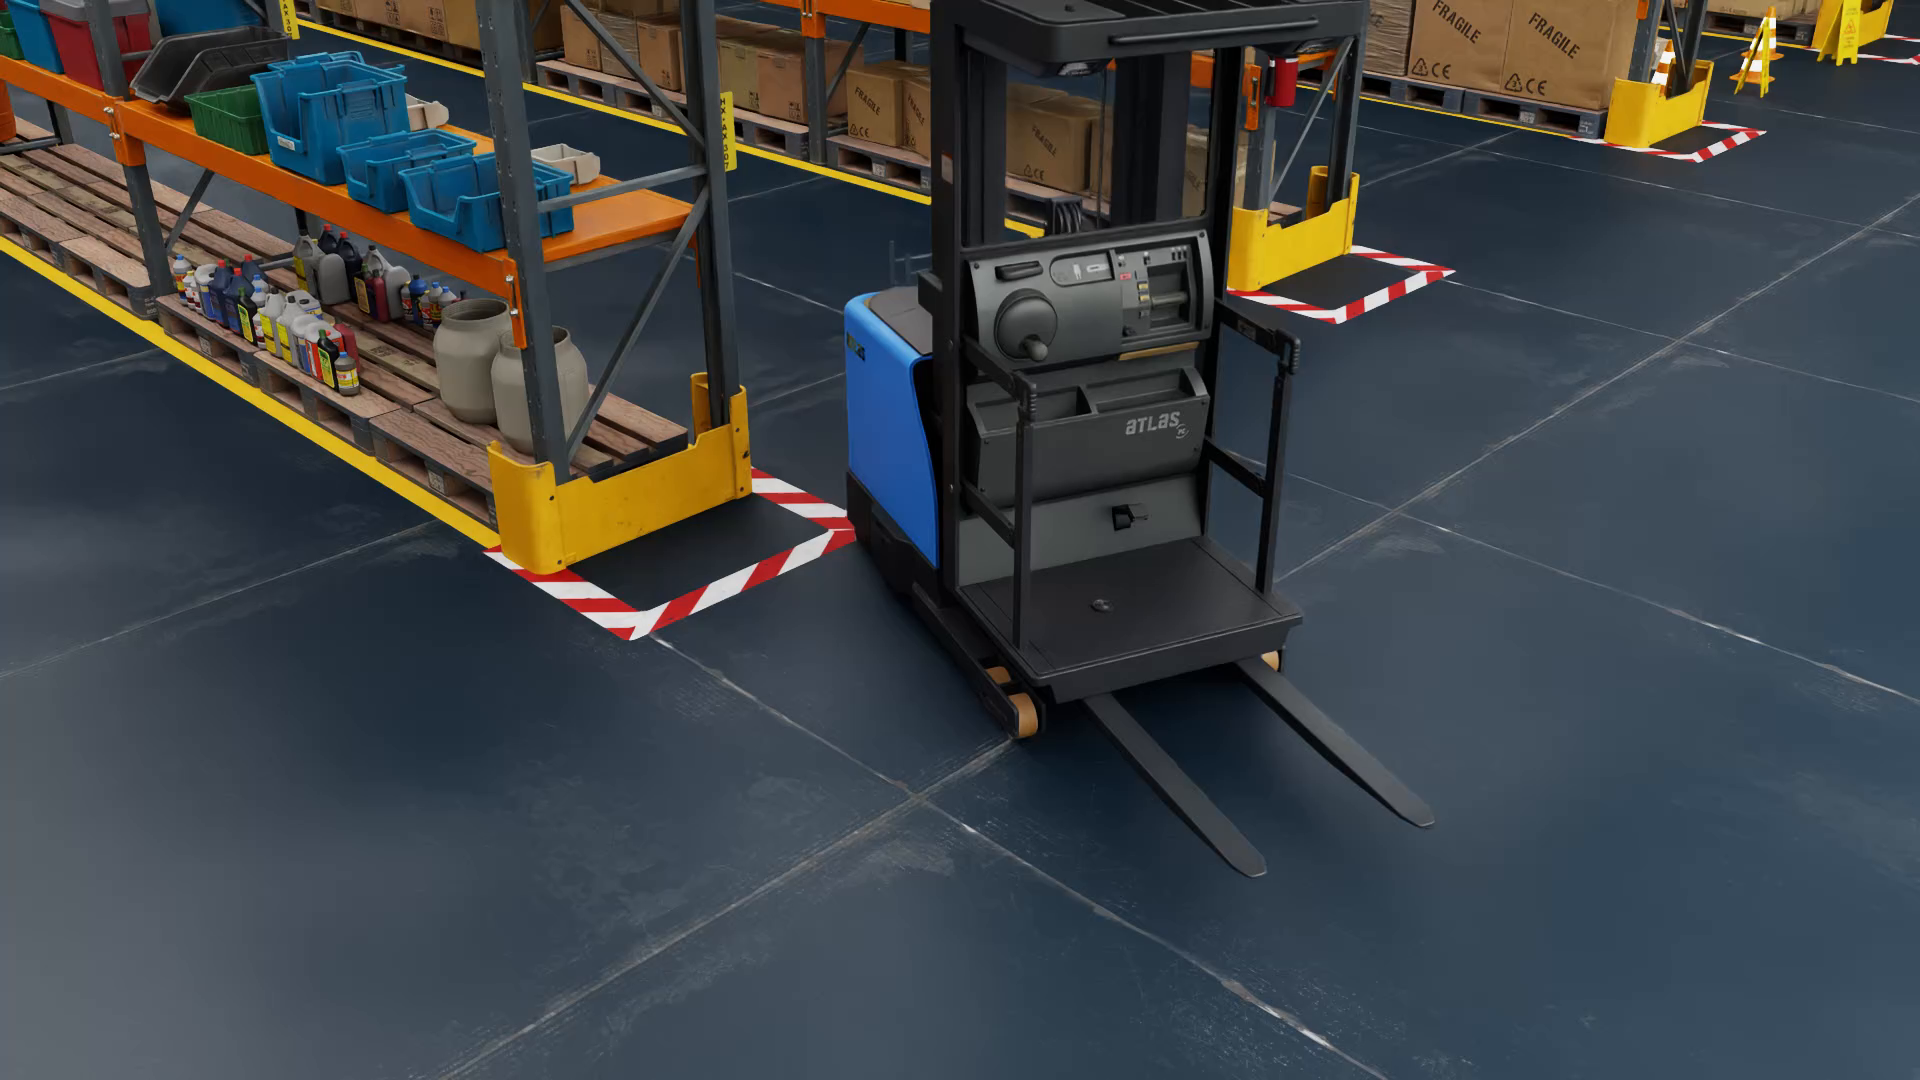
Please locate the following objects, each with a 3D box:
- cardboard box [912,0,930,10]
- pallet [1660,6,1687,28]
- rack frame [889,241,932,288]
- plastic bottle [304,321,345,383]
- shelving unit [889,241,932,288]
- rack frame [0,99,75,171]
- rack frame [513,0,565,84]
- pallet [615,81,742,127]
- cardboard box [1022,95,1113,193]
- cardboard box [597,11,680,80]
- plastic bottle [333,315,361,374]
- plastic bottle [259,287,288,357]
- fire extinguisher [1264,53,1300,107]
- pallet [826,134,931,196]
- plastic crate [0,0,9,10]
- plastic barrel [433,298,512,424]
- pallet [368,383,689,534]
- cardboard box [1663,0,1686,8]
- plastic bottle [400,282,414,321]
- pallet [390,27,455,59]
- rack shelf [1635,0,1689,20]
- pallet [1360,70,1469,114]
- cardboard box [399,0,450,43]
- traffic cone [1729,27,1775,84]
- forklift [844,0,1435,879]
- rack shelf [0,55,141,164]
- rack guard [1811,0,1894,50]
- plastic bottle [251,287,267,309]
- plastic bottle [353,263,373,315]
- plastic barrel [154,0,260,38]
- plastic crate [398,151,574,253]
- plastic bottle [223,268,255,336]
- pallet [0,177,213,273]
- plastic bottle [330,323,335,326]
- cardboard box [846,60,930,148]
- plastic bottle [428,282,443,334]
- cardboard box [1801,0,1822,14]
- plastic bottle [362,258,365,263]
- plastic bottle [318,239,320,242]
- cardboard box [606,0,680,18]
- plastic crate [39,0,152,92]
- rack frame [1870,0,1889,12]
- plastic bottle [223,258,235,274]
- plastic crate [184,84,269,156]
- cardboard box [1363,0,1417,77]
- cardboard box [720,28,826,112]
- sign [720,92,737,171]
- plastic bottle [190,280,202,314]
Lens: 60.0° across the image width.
[{"bbox_3d":[-0.113,-3.744,11.417,0.250,0.149,0.380,25,36,38],"label":"cardboard box"},{"bbox_3d":[7.569,-5.806,18.065,1.213,0.211,1.003,25,36,38],"label":"pallet"},{"bbox_3d":[-0.191,-0.763,7.412,0.240,1.200,0.006,-11,30,-21],"label":"rack frame"},{"bbox_3d":[-3.154,-0.942,8.273,0.135,0.276,0.152,25,37,39],"label":"plastic bottle"},{"bbox_3d":[-0.155,-0.724,7.338,0.258,1.200,0.189,-11,30,-21],"label":"shelving unit"},{"bbox_3d":[-7.081,-4.019,11.669,0.127,3.000,1.000,25,36,38],"label":"rack frame"},{"bbox_3d":[-3.609,-5.662,14.795,0.127,3.000,1.000,25,36,38],"label":"rack frame"},{"bbox_3d":[-2.187,-3.775,14.202,1.213,0.211,1.003,25,36,38],"label":"pallet"},{"bbox_3d":[0.779,-2.735,11.463,0.500,0.500,0.500,-21,34,-35],"label":"cardboard box"},{"bbox_3d":[-2.713,-4.362,14.535,0.500,0.500,0.700,21,34,34],"label":"cardboard box"},{"bbox_3d":[-3.080,-0.981,8.339,0.133,0.283,0.061,25,36,38],"label":"plastic bottle"},{"bbox_3d":[-3.507,-1.134,8.558,0.185,0.351,0.144,24,36,38],"label":"plastic bottle"},{"bbox_3d":[1.854,-2.827,9.487,0.183,0.674,0.296,25,36,38],"label":"fire extinguisher"},{"bbox_3d":[-0.253,-2.915,12.568,1.213,0.211,1.003,25,36,38],"label":"pallet"},{"bbox_3d":[-6.144,-3.418,10.459,0.583,0.464,0.402,25,36,38],"label":"plastic crate"},{"bbox_3d":[-2.257,-0.846,7.858,0.421,0.512,0.421,0,28,0],"label":"plastic barrel"},{"bbox_3d":[-2.040,-0.450,7.879,1.213,0.211,1.003,25,36,38],"label":"pallet"},{"bbox_3d":[7.537,-5.825,17.607,0.500,0.250,0.500,23,35,37],"label":"cardboard box"},{"bbox_3d":[-2.984,-1.303,9.040,0.097,0.201,0.097,0,28,0],"label":"plastic bottle"},{"bbox_3d":[-4.984,-5.108,16.738,1.213,0.211,1.003,25,36,38],"label":"pallet"},{"bbox_3d":[4.219,-4.999,14.307,4.000,0.370,1.077,25,36,38],"label":"rack shelf"},{"bbox_3d":[4.154,-4.064,14.752,1.213,0.211,1.003,25,36,38],"label":"pallet"},{"bbox_3d":[-4.717,-5.433,16.191,0.875,0.875,1.225,25,36,39],"label":"cardboard box"},{"bbox_3d":[7.297,-4.451,15.217,0.334,0.463,0.336,25,36,38],"label":"traffic cone"},{"bbox_3d":[0.557,-0.816,5.652,1.130,2.935,3.031,-11,30,-21],"label":"forklift"},{"bbox_3d":[-5.655,-3.048,10.596,4.000,0.370,1.077,25,36,38],"label":"rack shelf"},{"bbox_3d":[8.989,-5.259,16.715,0.348,0.500,1.175,25,36,38],"label":"rack guard"},{"bbox_3d":[-3.679,-1.202,8.772,0.097,0.271,0.097,0,28,0],"label":"plastic bottle"},{"bbox_3d":[-3.254,-1.381,9.099,0.133,0.283,0.061,25,36,38],"label":"plastic bottle"},{"bbox_3d":[-4.292,-3.162,9.501,0.708,0.901,0.600,25,36,38],"label":"plastic barrel"},{"bbox_3d":[-1.944,-1.406,6.861,0.616,0.251,0.499,25,36,38],"label":"plastic crate"},{"bbox_3d":[-3.810,-1.273,8.821,0.185,0.351,0.144,23,35,36],"label":"plastic bottle"},{"bbox_3d":[-5.691,-2.121,11.056,1.213,0.211,1.003,25,36,38],"label":"pallet"},{"bbox_3d":[-3.179,-1.002,8.467,0.097,0.201,0.097,0,28,0],"label":"plastic bottle"},{"bbox_3d":[-0.500,-3.293,12.524,0.500,0.500,0.500,23,36,37],"label":"cardboard box"},{"bbox_3d":[-2.767,-1.235,8.834,0.097,0.271,0.097,0,28,0],"label":"plastic bottle"},{"bbox_3d":[8.662,-5.665,17.303,0.500,0.250,0.500,24,36,38],"label":"cardboard box"},{"bbox_3d":[-3.286,-1.489,9.305,0.061,0.283,0.133,-22,35,-36],"label":"plastic bottle"},{"bbox_3d":[-3.655,-1.658,9.627,0.061,0.283,0.133,-23,36,-37],"label":"plastic bottle"},{"bbox_3d":[-2.725,-4.704,14.381,0.500,0.250,0.500,-21,34,-34],"label":"cardboard box"},{"bbox_3d":[-4.789,-2.798,9.280,0.583,0.464,0.402,25,36,38],"label":"plastic crate"},{"bbox_3d":[9.043,-6.341,16.086,0.127,3.000,1.000,25,36,38],"label":"rack frame"},{"bbox_3d":[-3.985,-1.395,9.127,0.133,0.283,0.061,25,36,38],"label":"plastic bottle"},{"bbox_3d":[-3.459,-2.083,8.216,0.662,0.188,0.450,25,36,38],"label":"plastic crate"},{"bbox_3d":[3.838,-4.694,14.786,0.875,0.875,0.875,25,37,39],"label":"cardboard box"},{"bbox_3d":[-1.506,-3.815,13.495,0.500,0.500,0.700,24,36,38],"label":"cardboard box"},{"bbox_3d":[-0.988,-1.712,6.985,0.005,0.325,0.100,25,36,38],"label":"sign"},{"bbox_3d":[-4.164,-1.354,9.135,0.097,0.201,0.097,0,28,0],"label":"plastic bottle"}]
